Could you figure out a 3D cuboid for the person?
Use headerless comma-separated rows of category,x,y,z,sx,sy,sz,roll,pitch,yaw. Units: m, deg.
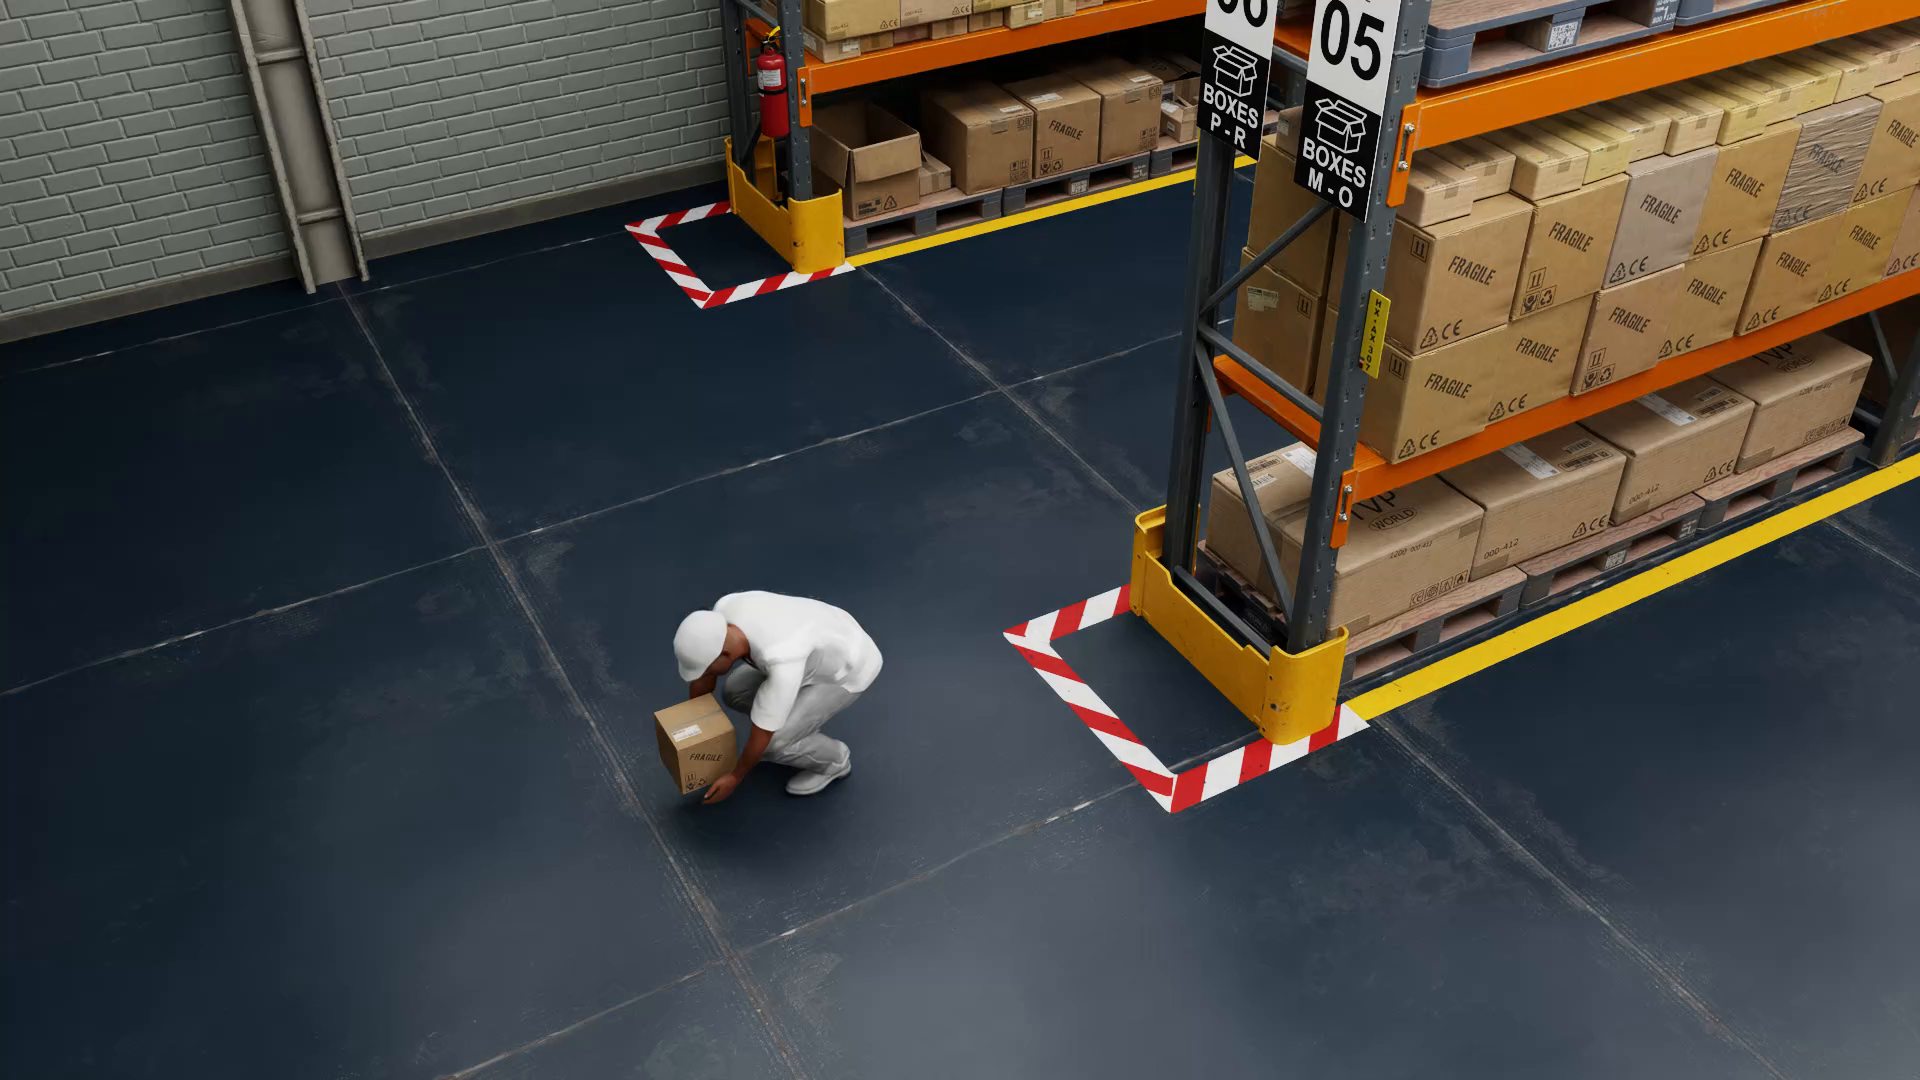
person,-0.739,0.593,6.735,0.890,1.028,0.583,-19,41,-24
